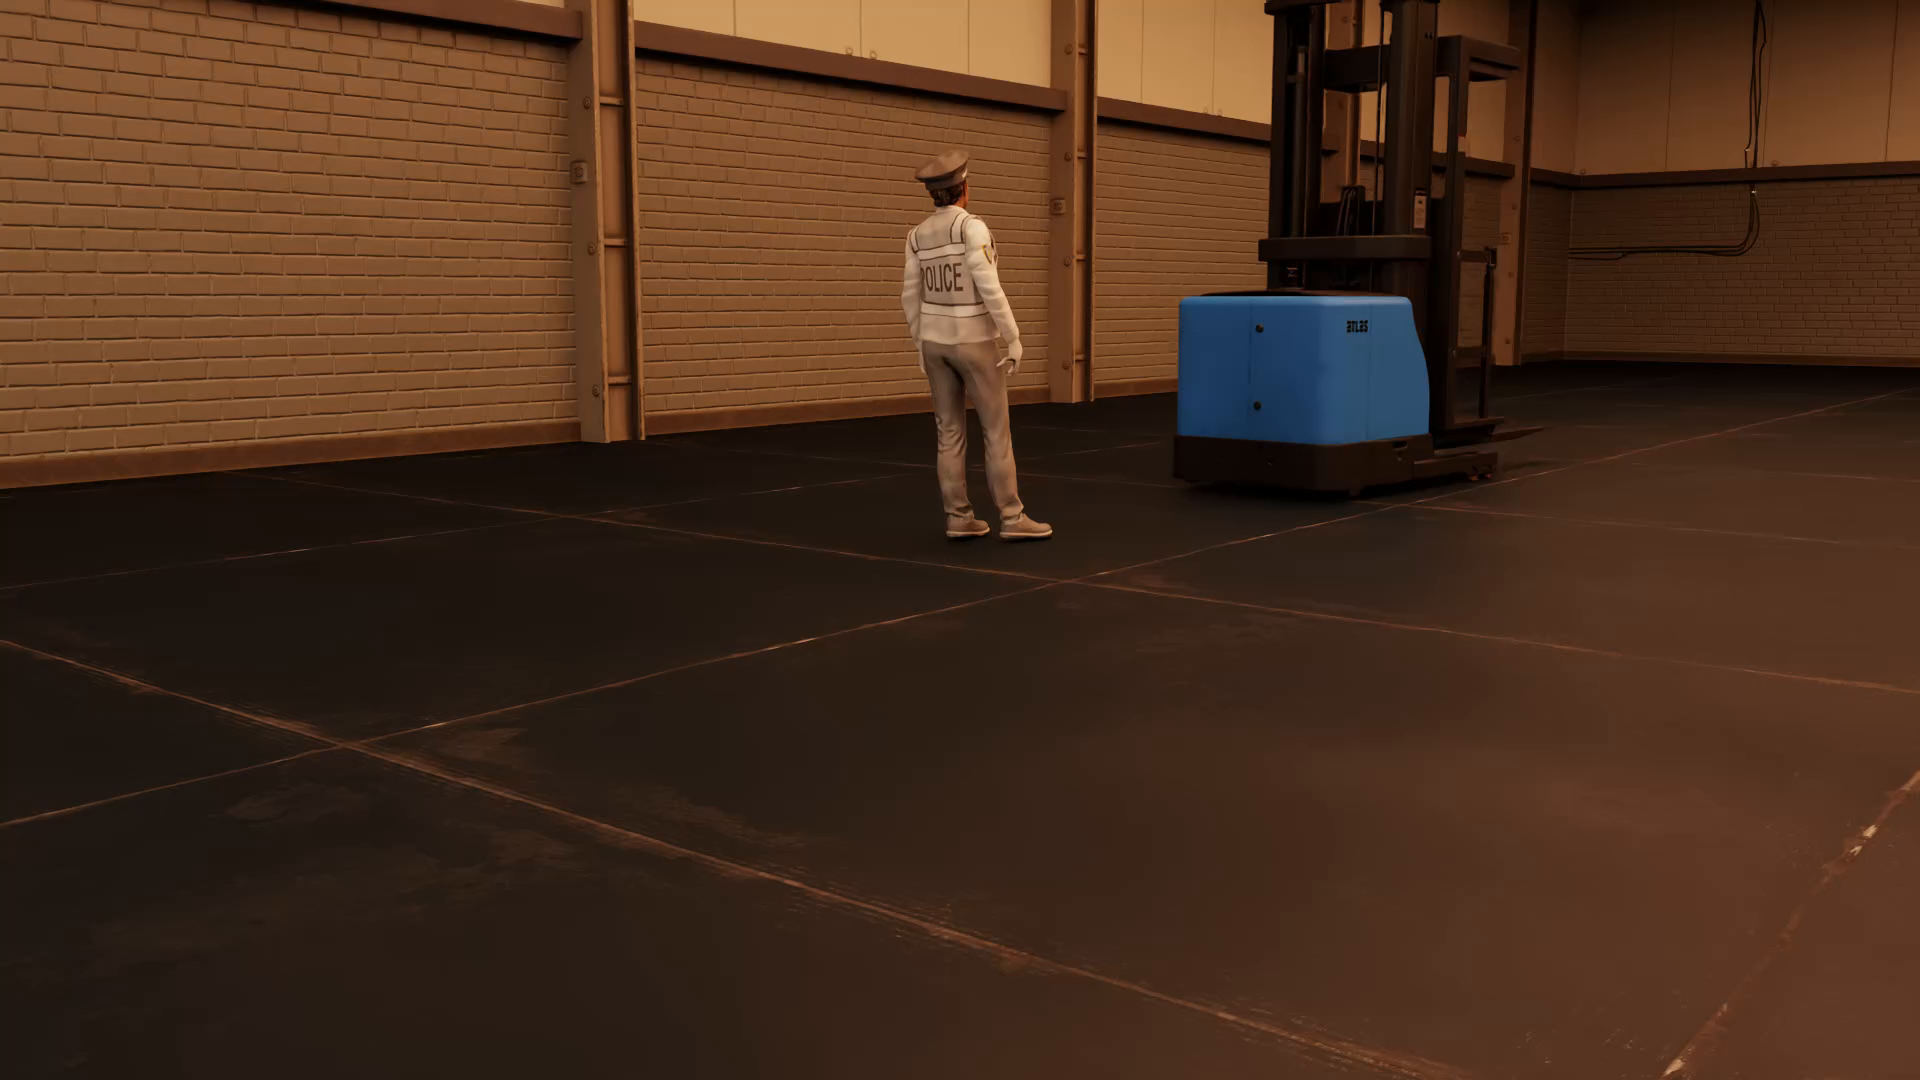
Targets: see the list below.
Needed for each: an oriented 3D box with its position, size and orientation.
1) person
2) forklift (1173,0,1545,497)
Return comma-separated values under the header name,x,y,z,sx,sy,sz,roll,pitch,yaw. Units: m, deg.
name,x,y,z,sx,sy,sz,roll,pitch,yaw
person,0.049,-0.853,7.330,0.586,1.694,0.530,7,11,38
forklift,2.561,-1.838,9.840,1.130,2.935,3.031,8,11,42
